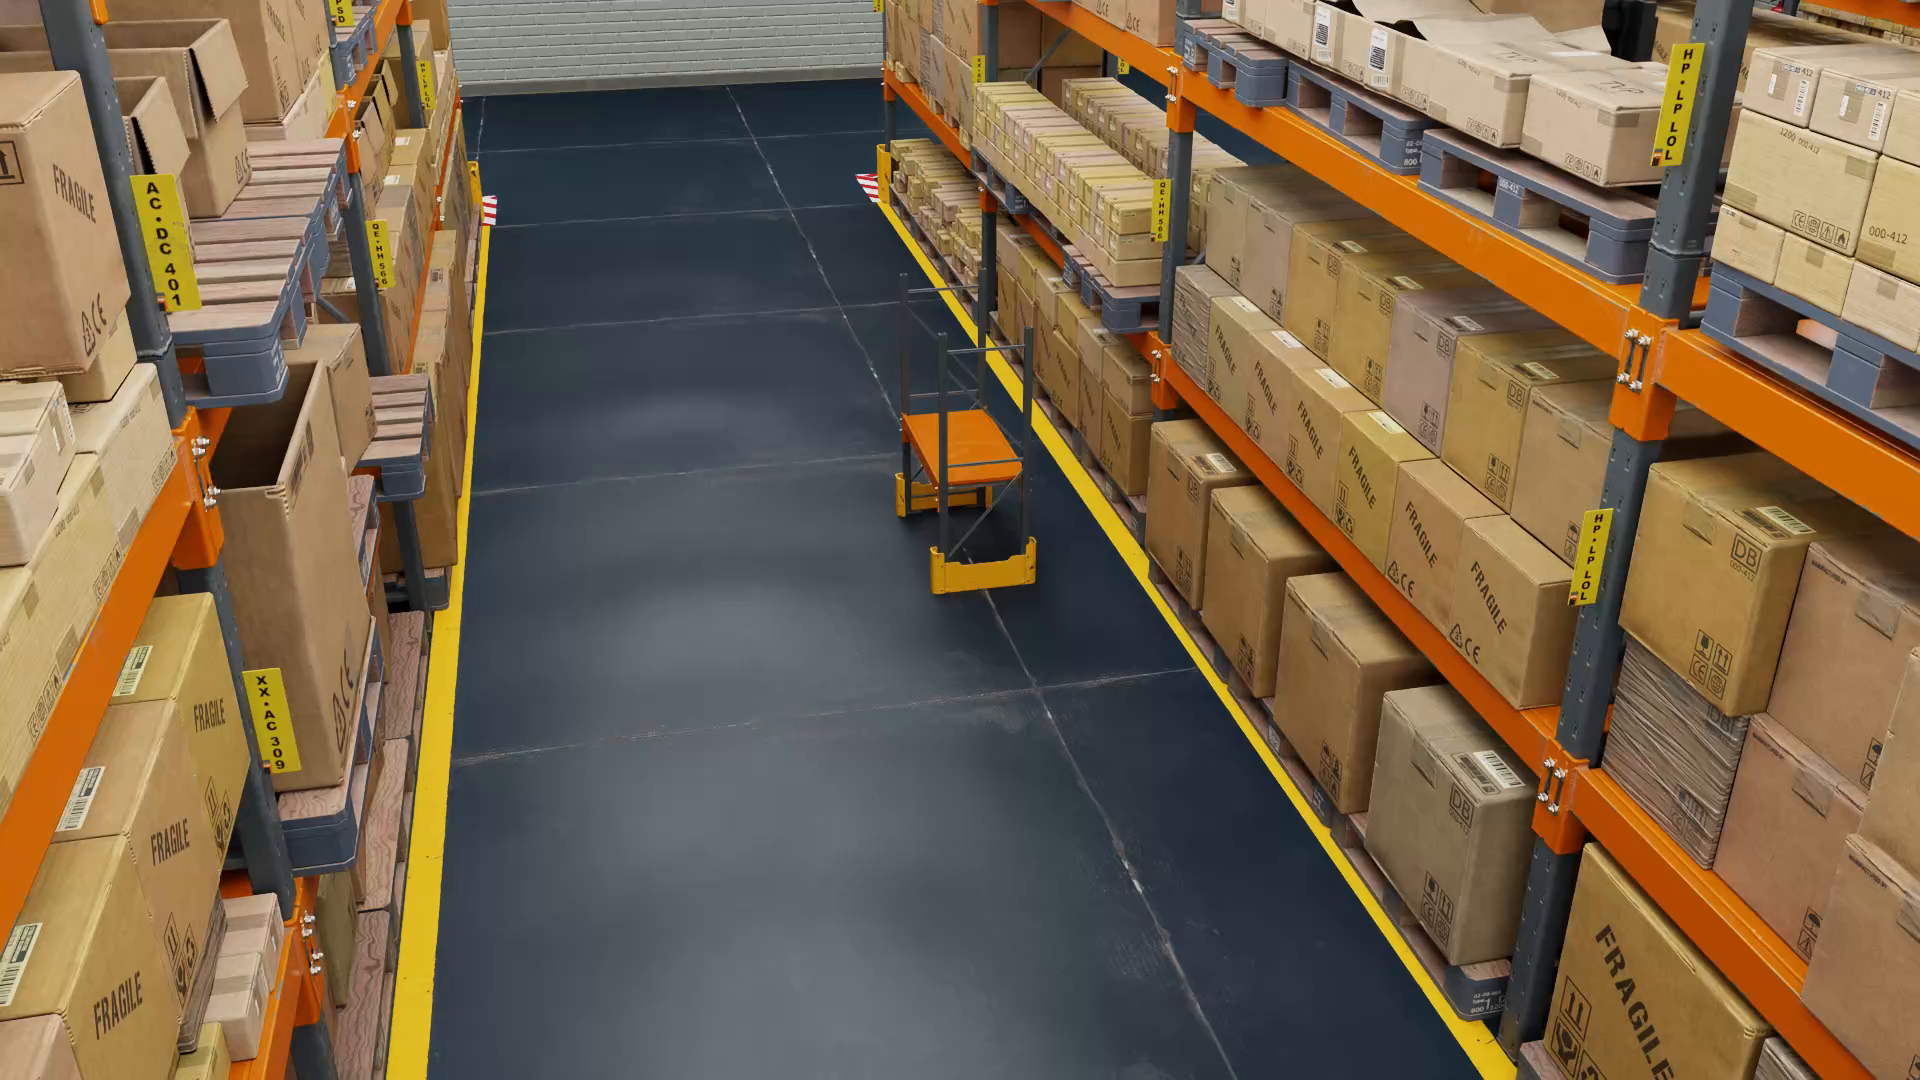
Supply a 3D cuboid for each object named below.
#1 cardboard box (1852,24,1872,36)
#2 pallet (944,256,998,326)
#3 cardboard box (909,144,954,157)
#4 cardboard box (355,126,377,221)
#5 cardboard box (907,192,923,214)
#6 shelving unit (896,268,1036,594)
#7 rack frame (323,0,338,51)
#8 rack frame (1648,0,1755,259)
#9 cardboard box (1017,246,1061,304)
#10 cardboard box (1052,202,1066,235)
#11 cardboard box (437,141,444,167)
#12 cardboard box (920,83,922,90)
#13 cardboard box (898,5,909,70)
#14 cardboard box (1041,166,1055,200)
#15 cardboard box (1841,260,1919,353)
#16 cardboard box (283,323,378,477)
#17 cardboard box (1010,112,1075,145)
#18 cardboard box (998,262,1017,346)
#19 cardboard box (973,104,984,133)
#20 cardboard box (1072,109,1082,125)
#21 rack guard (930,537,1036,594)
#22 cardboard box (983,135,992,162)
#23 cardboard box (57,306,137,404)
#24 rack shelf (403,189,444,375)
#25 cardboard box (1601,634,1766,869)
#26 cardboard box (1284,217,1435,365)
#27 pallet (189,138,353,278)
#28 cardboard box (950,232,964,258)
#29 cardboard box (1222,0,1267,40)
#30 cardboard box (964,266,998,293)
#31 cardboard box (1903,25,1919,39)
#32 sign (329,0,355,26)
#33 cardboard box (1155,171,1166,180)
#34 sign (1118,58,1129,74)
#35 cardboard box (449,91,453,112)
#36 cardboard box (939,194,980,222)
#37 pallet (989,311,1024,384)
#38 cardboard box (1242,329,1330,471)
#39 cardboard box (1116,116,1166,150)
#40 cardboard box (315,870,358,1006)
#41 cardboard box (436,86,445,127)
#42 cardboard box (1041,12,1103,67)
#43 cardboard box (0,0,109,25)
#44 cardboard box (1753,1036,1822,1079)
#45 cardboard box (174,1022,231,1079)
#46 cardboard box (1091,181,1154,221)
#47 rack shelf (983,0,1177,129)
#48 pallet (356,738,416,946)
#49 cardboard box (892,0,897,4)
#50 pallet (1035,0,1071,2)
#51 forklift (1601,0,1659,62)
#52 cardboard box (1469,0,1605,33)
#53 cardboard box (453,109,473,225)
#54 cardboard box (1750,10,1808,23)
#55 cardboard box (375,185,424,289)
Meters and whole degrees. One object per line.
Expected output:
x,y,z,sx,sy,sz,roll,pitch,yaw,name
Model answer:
9.399,-5.224,17.049,0.380,0.149,0.250,-5,27,-10,cardboard box
0.480,-2.082,13.640,1.003,0.211,1.213,-6,27,-12,pallet
-0.269,-3.598,15.588,0.380,0.149,0.250,-5,27,-11,cardboard box
-3.581,-1.921,9.004,0.797,0.503,0.637,-5,27,-10,cardboard box
-0.277,-3.105,15.271,0.380,0.149,0.250,-6,27,-11,cardboard box
0.017,-0.636,9.346,0.587,1.500,1.083,-6,27,-12,shelving unit
-3.288,-3.498,6.694,1.000,3.000,0.127,-6,27,-12,rack frame
2.469,-2.201,4.125,1.000,3.000,0.127,-6,27,-12,rack frame
0.697,-1.857,11.576,0.500,0.250,0.500,-5,27,-10,cardboard box
0.781,-1.974,10.145,0.380,0.149,0.250,-7,28,-14,cardboard box
-4.051,-2.858,12.363,0.380,0.149,0.250,-5,27,-10,cardboard box
-0.147,-4.051,14.726,0.380,0.149,0.250,-6,27,-12,cardboard box
-0.258,-4.511,14.918,0.500,0.500,0.500,-6,27,-11,cardboard box
0.720,-2.224,10.310,0.380,0.149,0.250,-5,27,-10,cardboard box
2.335,-0.565,3.913,0.380,0.149,0.250,-6,27,-12,cardboard box
-2.904,-0.584,7.001,0.700,0.500,0.500,-2,27,-4,cardboard box
0.543,-2.700,10.923,0.380,0.149,0.250,-6,27,-12,cardboard box
0.574,-1.756,12.207,0.500,0.500,0.500,-5,27,-10,cardboard box
0.307,-3.024,11.894,0.380,0.149,0.250,-6,27,-11,cardboard box
1.008,-2.973,11.794,0.380,0.149,0.250,-6,27,-11,cardboard box
0.129,0.141,9.194,0.587,0.250,0.087,-6,27,-12,rack guard
0.375,-2.770,11.722,0.380,0.149,0.250,-6,27,-11,cardboard box
-2.032,-0.401,3.610,0.380,0.149,0.250,-5,27,-10,cardboard box
-3.739,-1.377,9.947,1.077,0.370,4.000,-6,27,-12,rack shelf
2.564,0.570,5.124,0.875,0.550,0.550,-6,27,-12,cardboard box
1.892,-1.125,7.430,0.700,0.500,0.500,-6,27,-12,cardboard box
-2.658,-1.056,5.393,1.213,0.211,1.003,-6,27,-12,pallet
0.135,-2.422,13.588,0.380,0.149,0.250,-7,28,-13,cardboard box
1.516,-2.471,7.509,0.500,0.311,0.500,-6,27,-12,cardboard box
0.246,-2.088,13.255,0.380,0.149,0.250,-6,27,-11,cardboard box
9.607,-5.017,16.198,0.500,0.250,0.500,-7,28,-13,cardboard box
-2.759,-2.444,7.361,0.100,0.325,0.005,-6,27,-12,sign
1.415,-2.176,10.215,0.380,0.149,0.250,-6,27,-12,cardboard box
1.206,-3.610,12.289,0.100,0.325,0.005,-6,27,-12,sign
-4.458,-3.649,13.929,0.380,0.149,0.250,-7,28,-13,cardboard box
0.039,-2.793,13.993,0.380,0.149,0.250,-7,28,-14,cardboard box
0.843,-1.449,12.386,1.003,0.211,1.213,-6,27,-12,pallet
1.636,-0.655,7.608,0.500,0.500,0.500,-6,27,-12,cardboard box
1.239,-2.648,10.819,0.380,0.149,0.250,-7,28,-14,cardboard box
-2.593,1.372,5.988,0.700,0.500,0.500,-6,27,-12,cardboard box
-4.269,-3.320,12.836,0.500,0.250,0.500,-5,27,-10,cardboard box
0.802,-3.882,12.561,0.500,0.500,0.500,-5,27,-10,cardboard box
-3.202,-1.751,5.896,0.500,0.500,0.500,-7,28,-13,cardboard box
2.749,1.916,4.516,0.875,0.875,0.875,-6,27,-11,cardboard box
-2.007,1.339,4.046,0.380,0.149,0.250,-6,27,-12,cardboard box
0.956,-1.899,9.337,0.380,0.149,0.250,-6,27,-12,cardboard box
1.117,-3.175,10.181,1.077,0.370,4.000,-6,27,-12,rack shelf
-2.842,1.303,6.935,1.003,0.211,1.213,-6,27,-12,pallet
-0.393,-5.191,15.155,0.500,0.500,0.500,-6,27,-12,cardboard box
0.938,-3.554,10.341,1.213,0.211,1.003,-6,27,-12,pallet
3.507,-1.417,9.305,1.130,2.935,3.031,-7,28,-14,forklift
2.232,-2.160,6.684,0.500,0.500,0.500,-6,27,-12,cardboard box
-4.869,-3.298,14.847,0.875,0.875,0.875,-6,27,-12,cardboard box
5.935,-3.676,12.484,0.500,0.500,0.500,-5,27,-11,cardboard box
-3.480,-1.776,9.829,0.500,0.500,0.500,-6,27,-11,cardboard box
